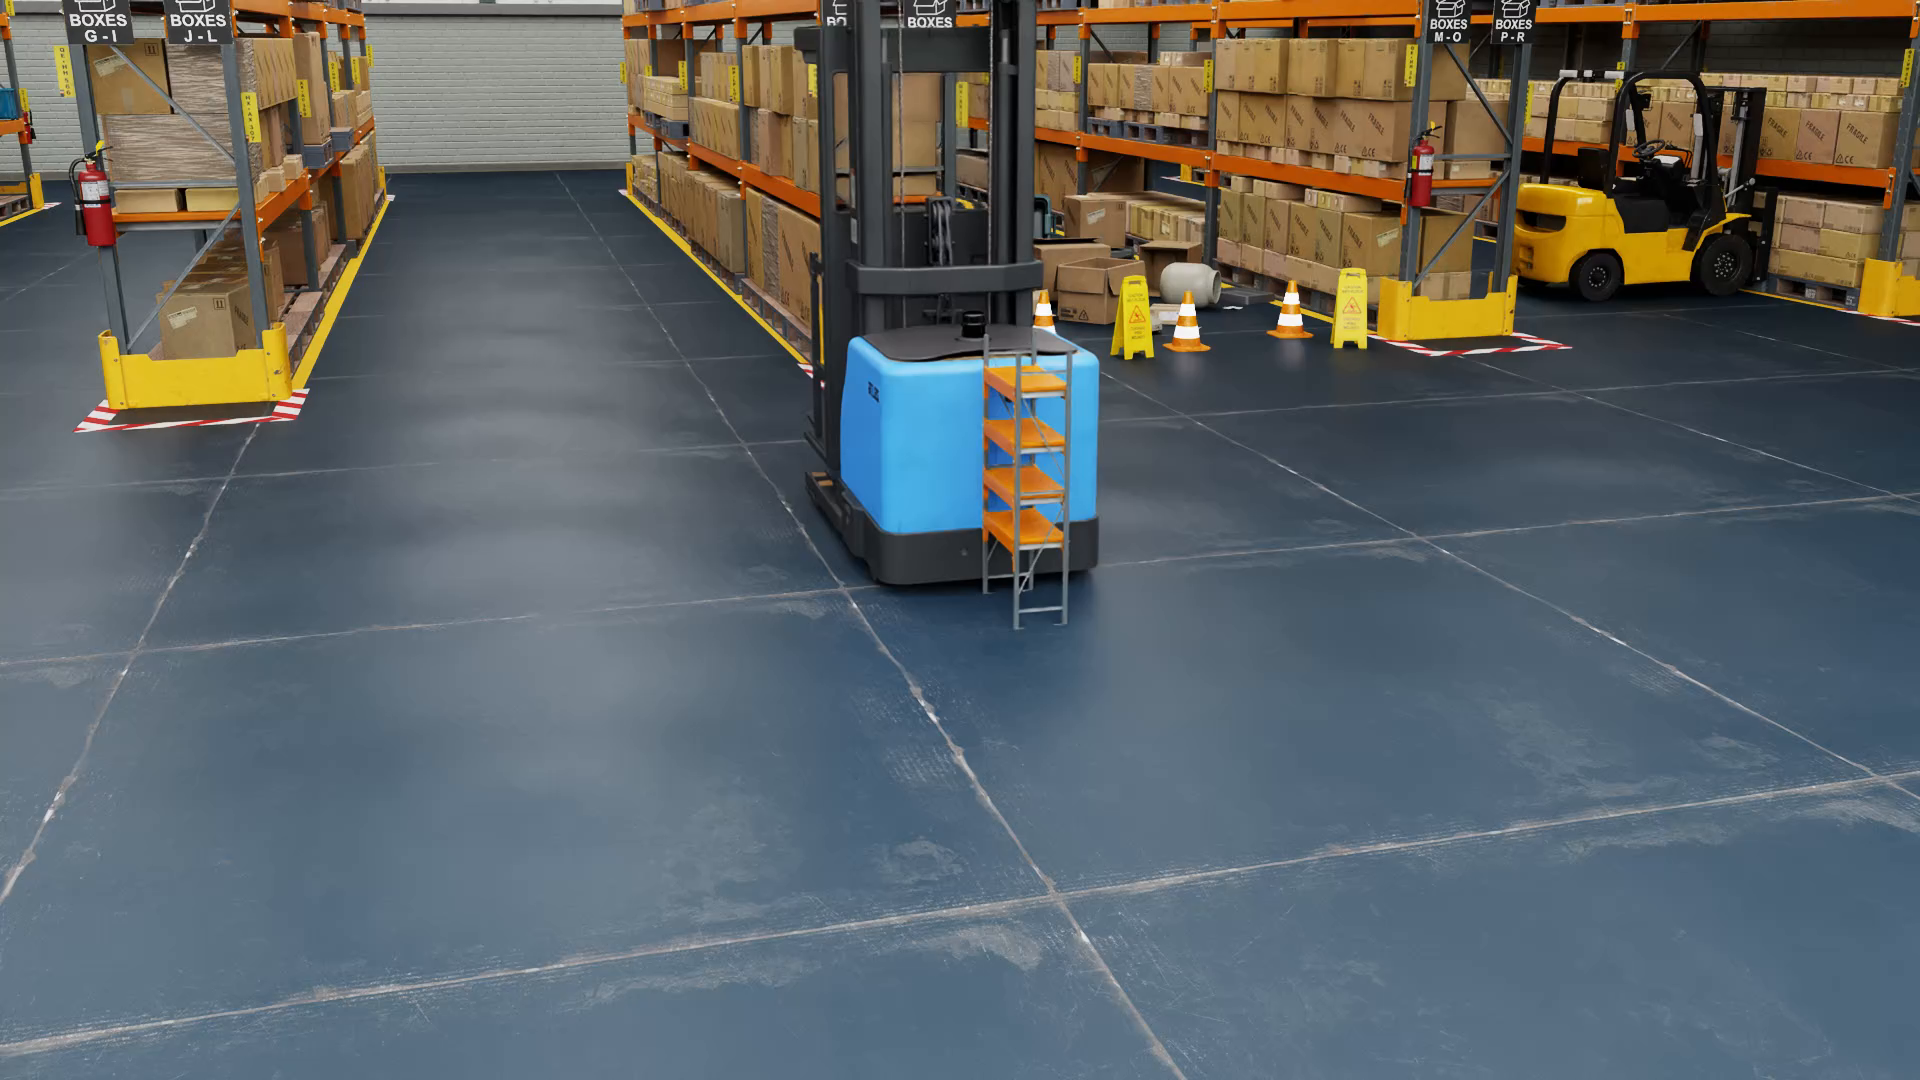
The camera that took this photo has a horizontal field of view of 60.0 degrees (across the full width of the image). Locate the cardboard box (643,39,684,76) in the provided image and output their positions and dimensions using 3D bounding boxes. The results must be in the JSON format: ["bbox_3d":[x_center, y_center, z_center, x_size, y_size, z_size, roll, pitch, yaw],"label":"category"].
[{"bbox_3d":[-4.215,-6.865,23.663,0.500,0.500,0.500,-5,18,-17],"label":"cardboard box"}]

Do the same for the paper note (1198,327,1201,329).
[{"bbox_3d":[2.030,-1.869,14.622,0.148,0.019,0.142,-12,20,-34],"label":"paper note"}]

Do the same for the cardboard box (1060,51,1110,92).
[{"bbox_3d":[1.611,-6.049,21.464,0.500,0.500,0.500,-5,17,-17],"label":"cardboard box"}]

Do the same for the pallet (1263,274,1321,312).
[{"bbox_3d":[3.662,-2.437,16.198,1.003,0.211,1.213,-5,17,-15],"label":"pallet"}]

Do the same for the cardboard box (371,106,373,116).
[{"bbox_3d":[-9.308,-6.637,25.768,0.380,0.149,0.250,-4,17,-14],"label":"cardboard box"}]

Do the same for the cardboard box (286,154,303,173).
[{"bbox_3d":[-6.082,-3.354,14.839,0.380,0.149,0.250,-5,17,-15],"label":"cardboard box"}]

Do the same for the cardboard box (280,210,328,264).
[{"bbox_3d":[-6.993,-3.138,17.264,0.700,0.500,0.500,-3,17,-11],"label":"cardboard box"}]

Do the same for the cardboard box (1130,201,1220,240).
[{"bbox_3d":[2.564,-3.772,19.633,0.950,0.372,0.625,-4,17,-13],"label":"cardboard box"}]

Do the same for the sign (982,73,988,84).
[{"bbox_3d":[0.373,-6.915,24.615,0.100,0.325,0.005,-5,17,-15],"label":"sign"}]

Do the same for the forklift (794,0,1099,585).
[{"bbox_3d":[-0.225,-1.584,8.630,1.130,2.935,3.031,-4,17,-14],"label":"forklift"}]

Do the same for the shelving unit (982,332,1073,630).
[{"bbox_3d":[0.284,-0.264,7.245,0.258,1.200,0.503,-4,17,-14],"label":"shelving unit"}]

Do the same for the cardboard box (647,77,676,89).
[{"bbox_3d":[-4.010,-6.160,22.417,0.380,0.149,0.250,-5,17,-15],"label":"cardboard box"}]

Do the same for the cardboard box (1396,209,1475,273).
[{"bbox_3d":[4.241,-2.682,14.913,0.500,0.500,0.500,-5,18,-17],"label":"cardboard box"}]

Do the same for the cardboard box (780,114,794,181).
[{"bbox_3d":[-1.064,-3.397,14.287,0.875,0.550,0.500,-5,17,-15],"label":"cardboard box"}]

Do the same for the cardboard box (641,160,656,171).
[{"bbox_3d":[-4.727,-5.780,25.672,0.380,0.149,0.250,-4,17,-14],"label":"cardboard box"}]

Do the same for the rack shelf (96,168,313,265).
[{"bbox_3d":[-5.875,-2.612,13.185,1.077,0.370,4.000,-5,17,-15],"label":"rack shelf"}]

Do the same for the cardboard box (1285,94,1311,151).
[{"bbox_3d":[3.401,-3.925,15.614,0.500,0.500,0.500,-4,17,-15],"label":"cardboard box"}]

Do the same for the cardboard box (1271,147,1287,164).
[{"bbox_3d":[3.225,-3.706,16.013,0.380,0.149,0.250,-5,17,-15],"label":"cardboard box"}]

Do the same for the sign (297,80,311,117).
[{"bbox_3d":[-5.905,-3.970,14.949,0.100,0.325,0.005,-5,17,-15],"label":"sign"}]

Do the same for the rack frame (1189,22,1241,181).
[{"bbox_3d":[4.578,-8.006,29.892,1.000,3.000,0.127,-5,17,-15],"label":"rack frame"}]

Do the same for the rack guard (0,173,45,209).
[{"bbox_3d":[-14.503,-5.246,25.048,1.175,0.500,0.348,-5,17,-15],"label":"rack guard"}]

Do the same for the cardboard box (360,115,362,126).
[{"bbox_3d":[-8.456,-5.783,22.928,0.380,0.149,0.250,-5,18,-17],"label":"cardboard box"}]

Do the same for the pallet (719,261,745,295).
[{"bbox_3d":[-1.912,-2.746,17.228,1.003,0.211,1.213,-5,17,-15],"label":"pallet"}]

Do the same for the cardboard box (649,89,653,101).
[{"bbox_3d":[-3.943,-5.950,22.237,0.380,0.149,0.250,-5,18,-18],"label":"cardboard box"}]

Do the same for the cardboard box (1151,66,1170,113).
[{"bbox_3d":[2.483,-5.075,18.712,0.500,0.500,0.500,-4,17,-13],"label":"cardboard box"}]

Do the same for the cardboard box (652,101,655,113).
[{"bbox_3d":[-3.875,-5.737,22.044,0.380,0.149,0.250,-5,18,-18],"label":"cardboard box"}]

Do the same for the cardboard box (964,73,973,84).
[{"bbox_3d":[0.379,-7.283,25.571,0.500,0.500,0.500,-5,17,-16],"label":"cardboard box"}]

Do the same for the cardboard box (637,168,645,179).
[{"bbox_3d":[-4.889,-5.786,26.209,0.380,0.149,0.250,-4,17,-14],"label":"cardboard box"}]

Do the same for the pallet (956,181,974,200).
[{"bbox_3d":[0.433,-5.726,27.146,1.003,0.211,1.213,-5,17,-15],"label":"pallet"}]

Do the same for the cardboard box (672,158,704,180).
[{"bbox_3d":[-3.441,-4.793,21.506,0.500,0.250,0.500,-4,17,-14],"label":"cardboard box"}]

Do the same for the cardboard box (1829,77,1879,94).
[{"bbox_3d":[8.478,-4.300,15.735,0.380,0.149,0.250,-4,17,-14],"label":"cardboard box"}]

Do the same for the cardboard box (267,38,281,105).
[{"bbox_3d":[-5.627,-3.661,12.998,0.500,0.500,0.500,-5,17,-15],"label":"cardboard box"}]

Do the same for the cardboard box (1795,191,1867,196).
[{"bbox_3d":[8.757,-3.369,16.764,0.500,0.250,0.500,-5,17,-16],"label":"cardboard box"}]

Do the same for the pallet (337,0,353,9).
[{"bbox_3d":[-8.837,-7.344,22.628,1.003,0.211,1.213,-5,17,-15],"label":"pallet"}]

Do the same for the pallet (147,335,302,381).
[{"bbox_3d":[-5.535,-1.317,12.469,1.003,0.211,1.213,-5,17,-15],"label":"pallet"}]

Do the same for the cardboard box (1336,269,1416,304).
[{"bbox_3d":[3.716,-2.280,14.879,0.500,0.250,0.500,-5,17,-16],"label":"cardboard box"}]

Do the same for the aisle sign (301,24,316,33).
[{"bbox_3d":[-10.030,-8.071,25.587,0.394,0.787,0.004,-5,17,-15],"label":"aisle sign"}]

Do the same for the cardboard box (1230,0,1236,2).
[{"bbox_3d":[2.953,-5.503,16.781,0.380,0.149,0.250,-5,17,-16],"label":"cardboard box"}]

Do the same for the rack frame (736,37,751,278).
[{"bbox_3d":[-1.627,-3.874,16.136,1.000,3.000,0.127,-5,17,-15],"label":"rack frame"}]

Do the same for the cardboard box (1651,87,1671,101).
[{"bbox_3d":[7.783,-4.865,18.133,0.380,0.149,0.250,-4,17,-14],"label":"cardboard box"}]

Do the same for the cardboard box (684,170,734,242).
[{"bbox_3d":[-2.646,-3.929,19.498,1.050,0.750,0.750,-5,17,-16],"label":"cardboard box"}]

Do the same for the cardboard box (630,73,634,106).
[{"bbox_3d":[-4.896,-7.092,26.157,0.500,0.500,0.500,-5,17,-15],"label":"cardboard box"}]

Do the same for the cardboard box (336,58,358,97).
[{"bbox_3d":[-8.508,-6.305,22.669,0.500,0.500,0.500,-5,17,-15],"label":"cardboard box"}]

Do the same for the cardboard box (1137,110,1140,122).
[{"bbox_3d":[2.304,-5.003,19.599,0.380,0.149,0.250,-4,17,-13],"label":"cardboard box"}]

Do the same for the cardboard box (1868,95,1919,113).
[{"bbox_3d":[8.610,-4.013,15.296,0.380,0.149,0.250,-4,17,-14],"label":"cardboard box"}]

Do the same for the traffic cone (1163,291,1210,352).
[{"bbox_3d":[1.871,-1.807,13.664,0.336,0.463,0.334,-5,17,-15],"label":"traffic cone"}]

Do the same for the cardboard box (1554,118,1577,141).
[{"bbox_3d":[7.342,-4.873,19.720,0.500,0.250,0.500,-5,17,-16],"label":"cardboard box"}]

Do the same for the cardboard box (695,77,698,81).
[{"bbox_3d":[-3.384,-6.211,22.589,0.380,0.149,0.250,-5,18,-17],"label":"cardboard box"}]

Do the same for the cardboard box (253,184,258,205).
[{"bbox_3d":[-5.224,-2.452,11.837,0.380,0.149,0.250,-5,17,-15],"label":"cardboard box"}]

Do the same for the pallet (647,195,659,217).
[{"bbox_3d":[-4.045,-4.935,24.513,1.003,0.211,1.213,-5,17,-15],"label":"pallet"}]

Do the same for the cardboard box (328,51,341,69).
[{"bbox_3d":[-8.439,-6.075,21.545,0.797,0.503,0.637,-5,17,-17],"label":"cardboard box"}]

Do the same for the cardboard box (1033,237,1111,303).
[{"bbox_3d":[1.022,-2.600,15.998,0.797,0.637,0.503,-5,17,-15],"label":"cardboard box"}]

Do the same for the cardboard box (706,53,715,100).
[{"bbox_3d":[-2.473,-5.243,18.780,0.700,0.500,0.500,-5,17,-16],"label":"cardboard box"}]

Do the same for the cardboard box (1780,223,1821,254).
[{"bbox_3d":[8.413,-2.954,16.252,0.500,0.250,0.500,-5,17,-16],"label":"cardboard box"}]

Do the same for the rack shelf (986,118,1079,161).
[{"bbox_3d":[1.455,-5.609,23.160,1.077,0.370,4.000,-5,17,-15],"label":"rack shelf"}]
